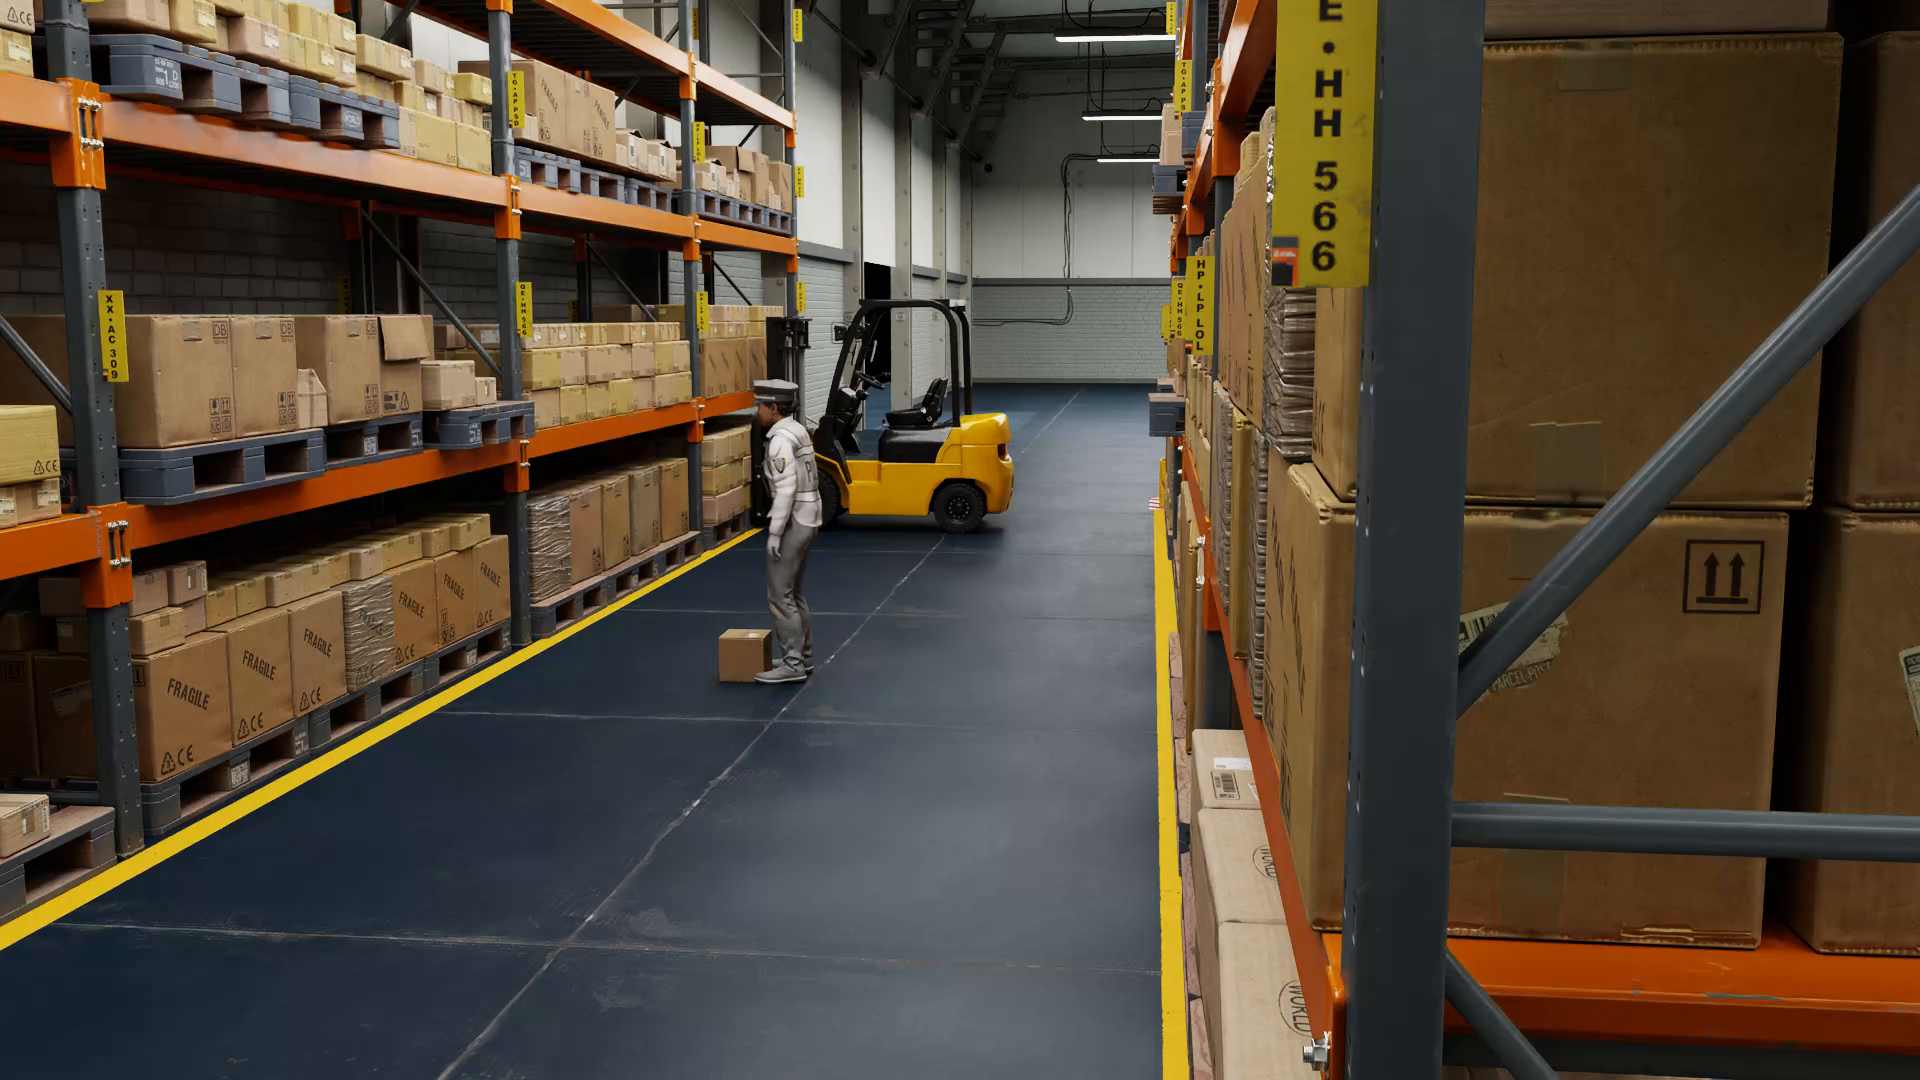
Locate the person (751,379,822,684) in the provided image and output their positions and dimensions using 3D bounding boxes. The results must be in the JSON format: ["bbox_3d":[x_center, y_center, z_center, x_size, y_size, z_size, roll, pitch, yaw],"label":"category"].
[{"bbox_3d":[-0.953,-0.053,9.180,0.375,1.663,0.526,1,8,6],"label":"person"}]
